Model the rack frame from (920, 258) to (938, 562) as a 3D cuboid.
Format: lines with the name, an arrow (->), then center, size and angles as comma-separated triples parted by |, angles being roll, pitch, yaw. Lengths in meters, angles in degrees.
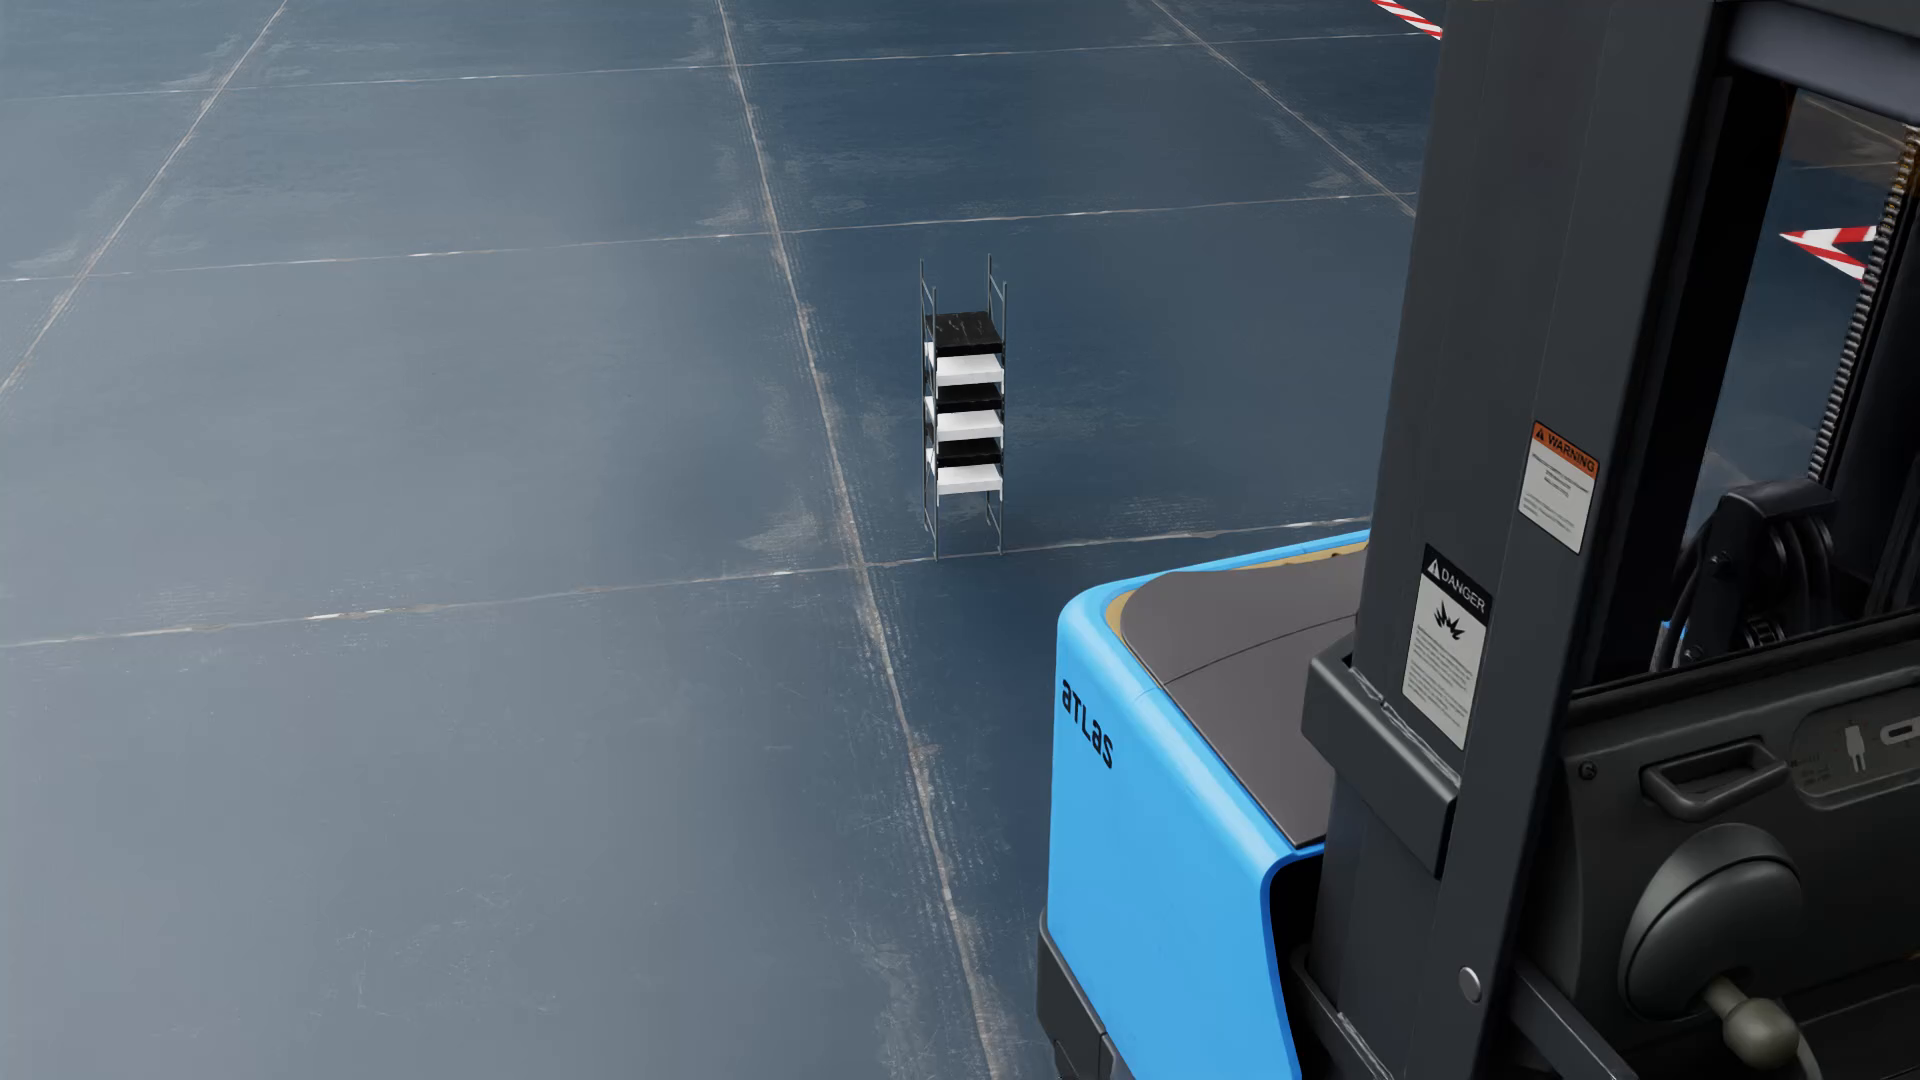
rack frame -> -0.092, -0.379, 5.007 | 0.006, 0.900, 0.240 | -5, 31, -9

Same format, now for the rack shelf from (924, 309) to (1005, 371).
rack shelf -> 0.008, -0.593, 4.903 | 0.200, 0.077, 0.258 | -5, 31, -9

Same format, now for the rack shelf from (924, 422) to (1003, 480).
rack shelf -> 0.008, -0.282, 5.086 | 0.200, 0.077, 0.258 | -5, 31, -9

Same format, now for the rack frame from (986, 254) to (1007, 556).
rack frame -> 0.108, -0.398, 5.039 | 0.006, 0.900, 0.240 | -5, 31, -9

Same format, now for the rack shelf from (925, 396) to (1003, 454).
rack shelf -> 0.008, -0.360, 5.040 | 0.200, 0.077, 0.258 | -5, 31, -9

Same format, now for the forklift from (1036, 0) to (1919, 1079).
forklift -> 1.154, 0.365, 1.737 | 1.130, 2.935, 3.031 | -11, 32, -18

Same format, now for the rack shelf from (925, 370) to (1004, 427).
rack shelf -> 0.008, -0.437, 4.994 | 0.200, 0.077, 0.258 | -5, 31, -9

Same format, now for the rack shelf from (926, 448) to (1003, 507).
rack shelf -> 0.008, -0.205, 5.131 | 0.200, 0.077, 0.258 | -5, 31, -9

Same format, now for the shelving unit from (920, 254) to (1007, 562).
shelving unit -> 0.008, -0.389, 5.023 | 0.210, 0.900, 0.258 | -5, 31, -9

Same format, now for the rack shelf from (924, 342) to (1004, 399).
rack shelf -> 0.008, -0.515, 4.949 | 0.200, 0.077, 0.258 | -5, 31, -9
